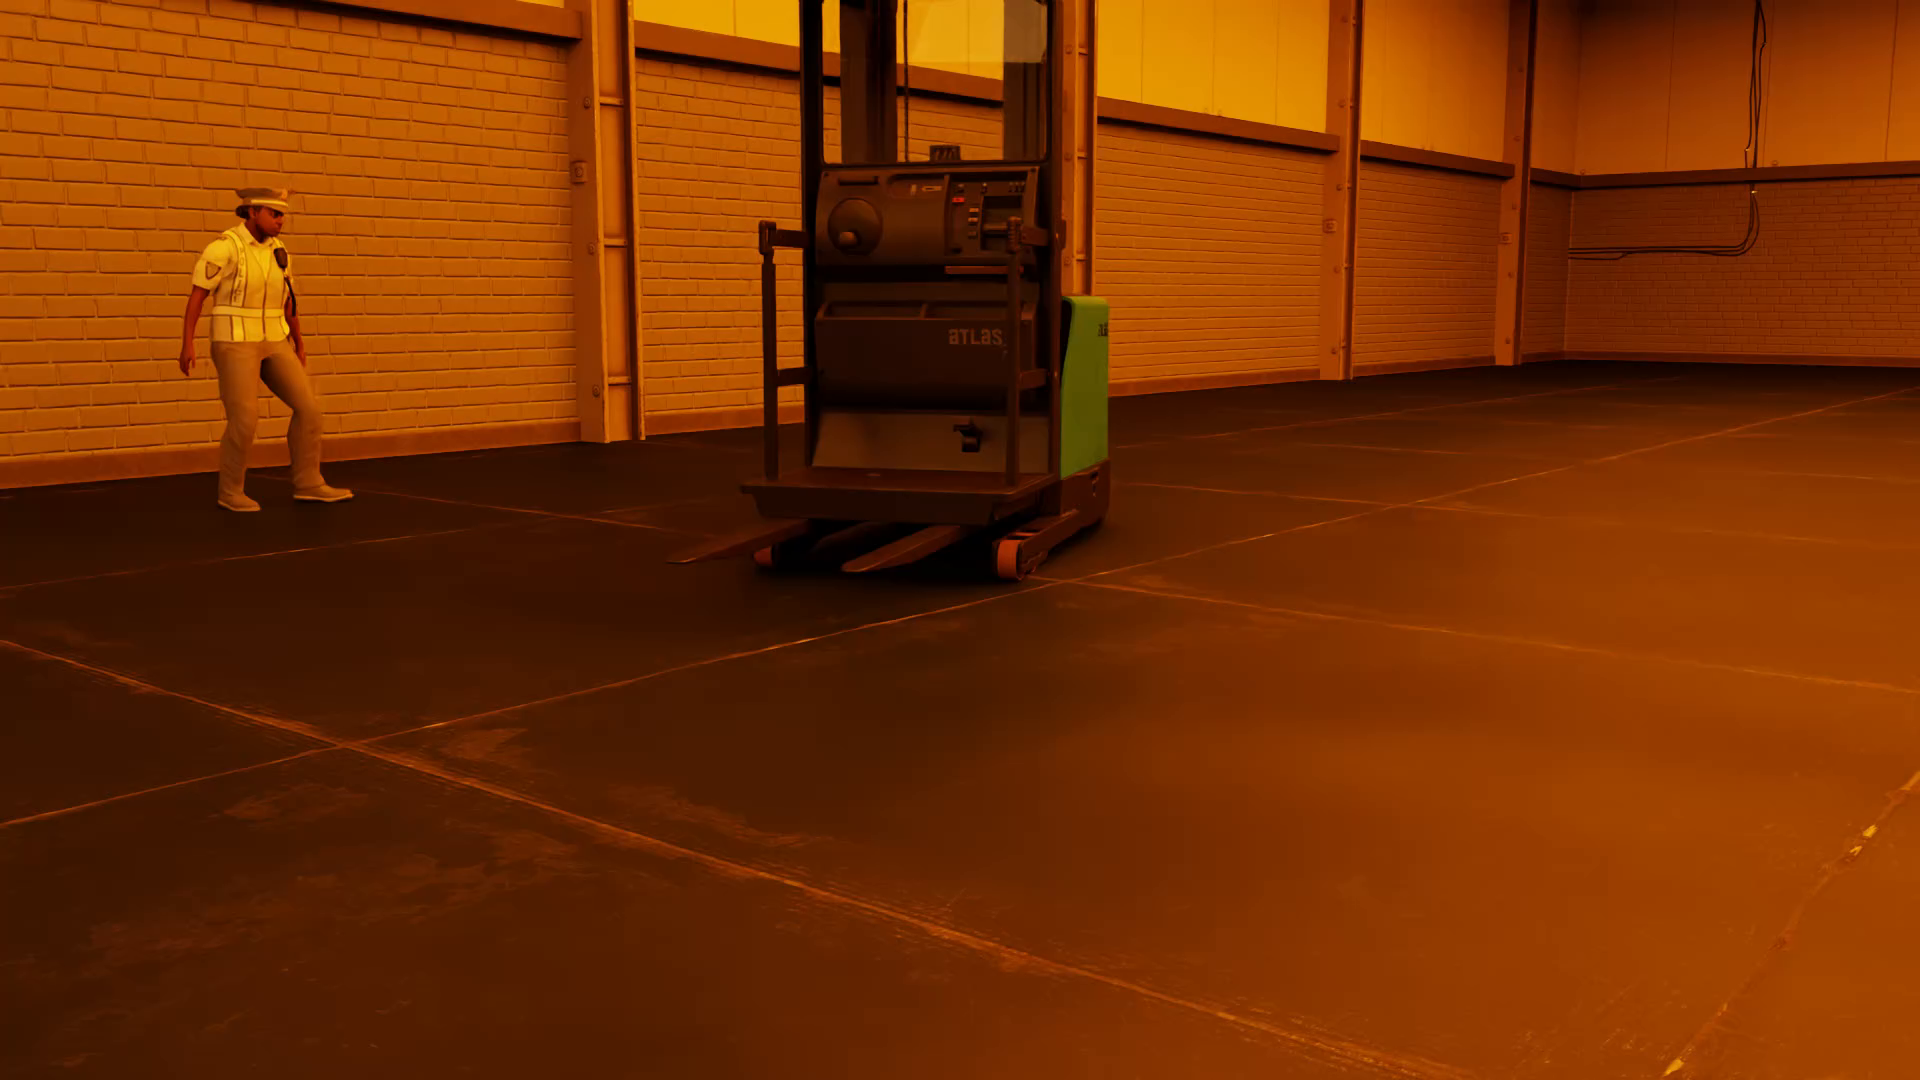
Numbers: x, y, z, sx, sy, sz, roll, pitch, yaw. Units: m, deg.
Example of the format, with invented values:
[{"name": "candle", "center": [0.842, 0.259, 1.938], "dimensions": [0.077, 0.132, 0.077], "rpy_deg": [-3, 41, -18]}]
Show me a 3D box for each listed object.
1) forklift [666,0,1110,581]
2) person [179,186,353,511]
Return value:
[{"name": "forklift", "center": [-0.198, -1.355, 6.545], "dimensions": [1.130, 2.935, 3.031], "rpy_deg": [3, 9, 17]}, {"name": "person", "center": [-3.553, -0.970, 8.468], "dimensions": [0.409, 1.631, 0.796], "rpy_deg": [5, 10, 32]}]
